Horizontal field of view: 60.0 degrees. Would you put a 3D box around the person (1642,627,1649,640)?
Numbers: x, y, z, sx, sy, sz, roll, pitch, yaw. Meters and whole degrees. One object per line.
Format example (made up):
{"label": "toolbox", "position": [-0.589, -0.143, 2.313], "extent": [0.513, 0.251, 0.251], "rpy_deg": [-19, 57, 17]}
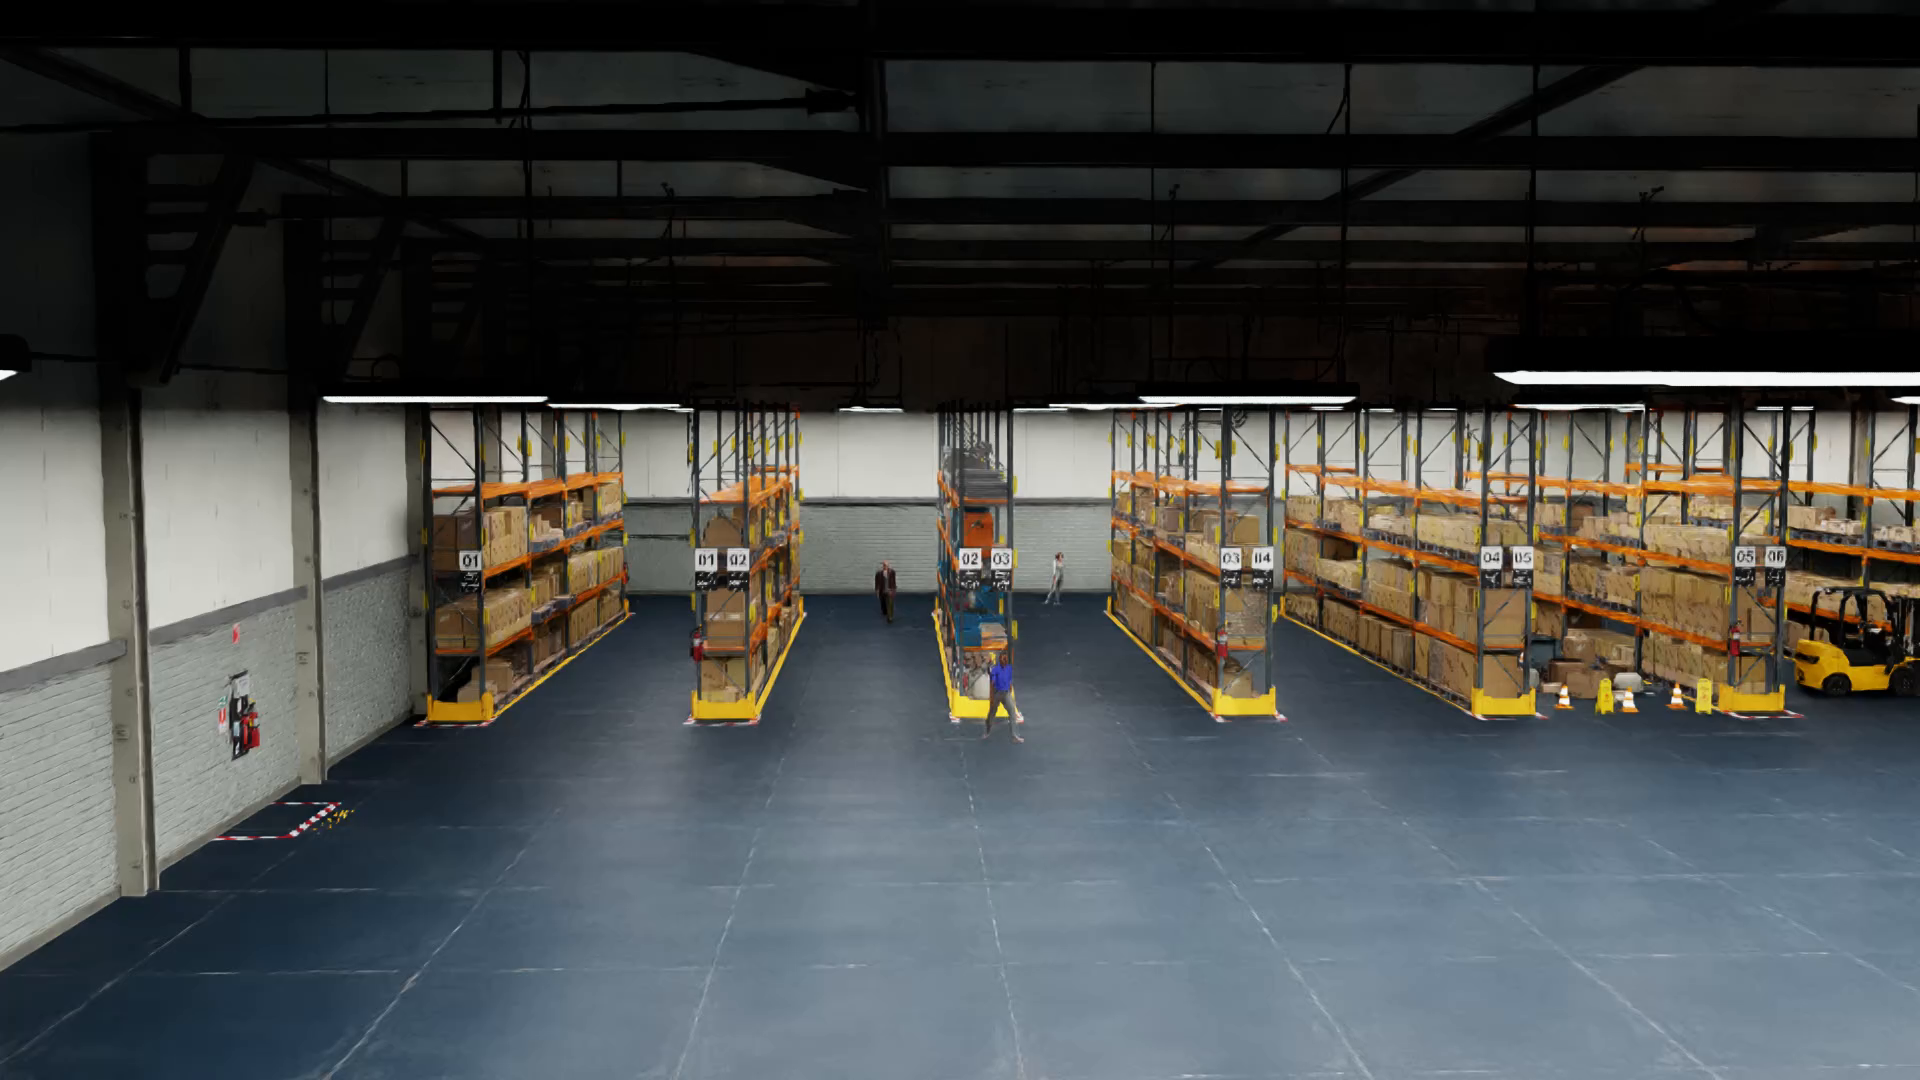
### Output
{"label": "person", "position": [16.717, 1.817, 40.787], "extent": [0.527, 1.592, 0.522], "rpy_deg": [2, 5, 30]}

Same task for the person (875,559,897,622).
{"label": "person", "position": [-2.047, 1.374, 45.876], "extent": [0.598, 1.698, 1.193], "rpy_deg": [0, 4, 1]}

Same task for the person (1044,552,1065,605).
{"label": "person", "position": [2.818, 1.160, 49.689], "extent": [0.473, 1.589, 0.593], "rpy_deg": [4, 6, 42]}

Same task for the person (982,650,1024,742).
{"label": "person", "position": [0.723, 2.716, 29.069], "extent": [0.484, 1.605, 0.936], "rpy_deg": [-2, 5, -25]}

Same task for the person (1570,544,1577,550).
{"label": "person", "position": [18.784, 0.994, 50.780], "extent": [0.699, 1.770, 0.553], "rpy_deg": [-3, 5, -30]}
